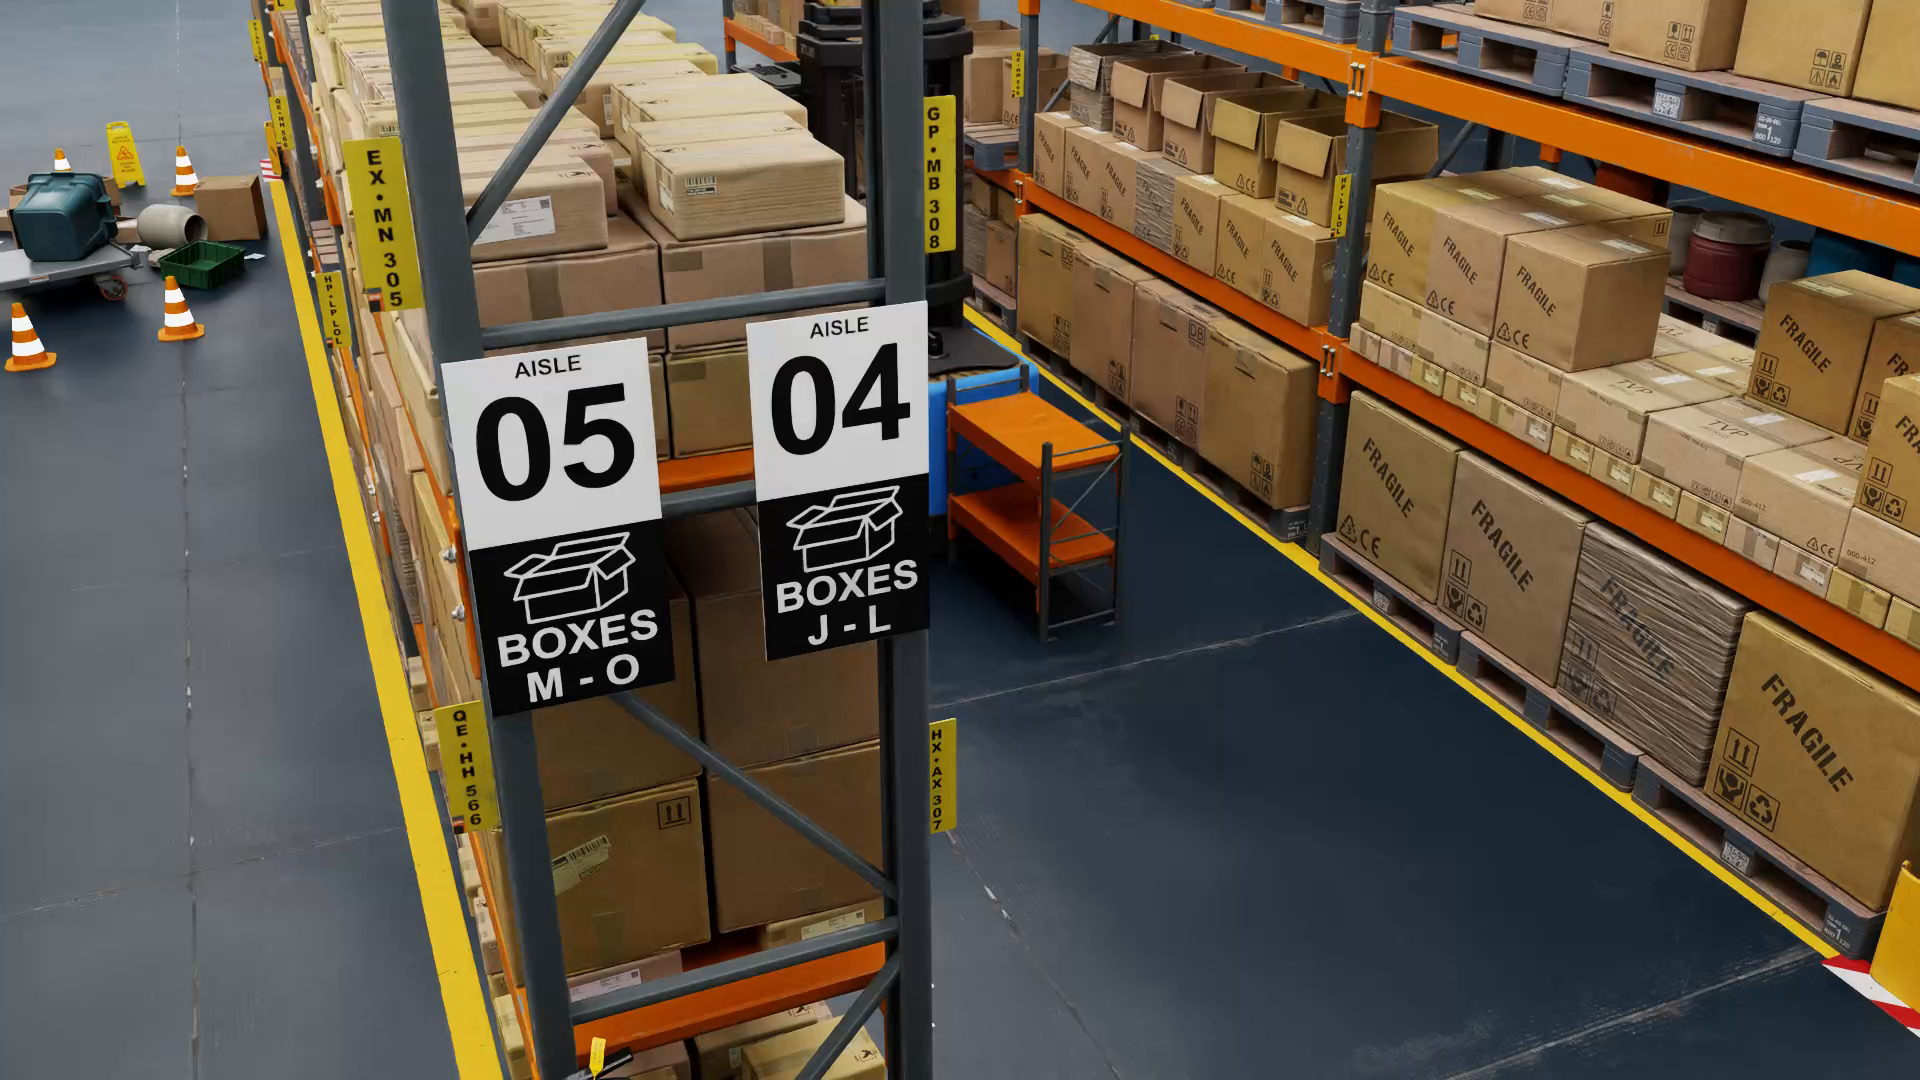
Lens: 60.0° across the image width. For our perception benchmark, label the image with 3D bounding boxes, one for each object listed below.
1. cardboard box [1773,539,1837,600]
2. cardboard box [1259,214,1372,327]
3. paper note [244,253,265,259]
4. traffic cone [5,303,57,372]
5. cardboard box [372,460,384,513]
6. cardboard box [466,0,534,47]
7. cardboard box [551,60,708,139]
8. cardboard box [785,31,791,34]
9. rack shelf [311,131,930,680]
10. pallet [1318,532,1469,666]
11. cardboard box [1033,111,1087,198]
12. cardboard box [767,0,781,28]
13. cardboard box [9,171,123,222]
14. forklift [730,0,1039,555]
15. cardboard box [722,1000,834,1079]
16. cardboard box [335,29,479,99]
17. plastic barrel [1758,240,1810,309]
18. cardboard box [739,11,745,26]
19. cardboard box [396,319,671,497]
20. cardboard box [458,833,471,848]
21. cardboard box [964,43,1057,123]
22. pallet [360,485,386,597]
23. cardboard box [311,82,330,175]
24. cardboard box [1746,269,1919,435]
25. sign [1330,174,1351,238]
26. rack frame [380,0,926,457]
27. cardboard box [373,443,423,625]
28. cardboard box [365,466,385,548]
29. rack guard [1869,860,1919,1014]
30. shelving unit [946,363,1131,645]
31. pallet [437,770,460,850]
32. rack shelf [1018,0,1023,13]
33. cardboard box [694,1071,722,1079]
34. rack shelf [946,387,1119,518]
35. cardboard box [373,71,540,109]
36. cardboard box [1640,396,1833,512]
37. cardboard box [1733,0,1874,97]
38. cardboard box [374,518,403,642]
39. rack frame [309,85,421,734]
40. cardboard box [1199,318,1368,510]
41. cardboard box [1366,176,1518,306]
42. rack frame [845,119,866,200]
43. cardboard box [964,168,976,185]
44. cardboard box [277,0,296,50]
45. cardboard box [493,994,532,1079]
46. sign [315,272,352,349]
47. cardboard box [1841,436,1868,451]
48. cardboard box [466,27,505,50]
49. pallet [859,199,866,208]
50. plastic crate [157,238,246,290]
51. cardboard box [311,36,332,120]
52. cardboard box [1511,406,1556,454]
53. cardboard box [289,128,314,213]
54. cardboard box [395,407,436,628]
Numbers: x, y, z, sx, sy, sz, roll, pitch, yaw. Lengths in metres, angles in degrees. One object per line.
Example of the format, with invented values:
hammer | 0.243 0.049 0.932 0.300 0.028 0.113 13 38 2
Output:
cardboard box | 3.405 0.082 6.450 0.380 0.149 0.250 -11 28 -20
cardboard box | 2.047 -1.539 9.369 0.500 0.500 0.500 -10 28 -20
paper note | -6.351 -2.552 14.942 0.142 0.020 0.147 13 29 24
traffic cone | -6.962 -1.534 12.364 0.336 0.463 0.334 -11 28 -21
cardboard box | -2.312 -0.257 7.145 0.380 0.149 0.250 -10 28 -19
cardboard box | -1.506 -1.823 5.793 0.380 0.149 0.250 -10 28 -19
cardboard box | -0.888 -1.192 4.501 0.380 0.149 0.250 -10 28 -19
cardboard box | -1.607 -5.227 17.324 0.380 0.149 0.250 -11 28 -21
rack shelf | -1.339 -0.758 5.285 1.077 0.370 4.000 -11 28 -21
pallet | 2.707 0.221 9.056 1.003 0.211 1.213 -11 28 -21
cardboard box | 0.855 -2.769 11.889 0.500 0.500 0.500 -10 28 -19
cardboard box | -1.565 -5.758 17.671 0.875 0.500 0.500 -11 28 -21
cardboard box | -8.319 -3.098 15.522 0.637 0.503 0.797 13 29 24
forklift | -0.673 -1.799 10.095 1.130 2.935 3.031 -13 29 -25
cardboard box | -0.580 1.657 5.369 0.380 0.149 0.250 -11 28 -21
cardboard box | -1.646 -1.424 4.975 0.380 0.149 0.250 -11 28 -22
plastic barrel | 6.425 -2.026 12.837 0.421 0.512 0.421 0 26 0
cardboard box | -2.245 -5.824 18.545 0.380 0.149 0.250 -11 28 -21
cardboard box | -0.977 -0.345 3.789 0.500 0.250 0.500 -11 28 -22
cardboard box | -1.734 1.135 6.437 0.380 0.149 0.250 -11 28 -21
cardboard box | 0.356 -3.620 13.153 0.700 0.500 0.500 -6 27 -13
pallet | -2.910 -0.095 9.704 1.003 0.211 1.213 -11 28 -21
cardboard box | -2.183 -1.589 6.338 0.500 0.250 0.500 -9 27 -18
cardboard box | 3.704 -0.791 6.928 0.500 0.500 0.500 -11 28 -22
sign | 1.986 -1.740 8.665 0.100 0.325 0.005 -11 28 -21
rack frame | -0.555 -1.622 2.815 1.000 3.000 0.127 -11 28 -21
cardboard box | -1.795 -0.068 6.018 0.500 0.500 0.500 -11 28 -22
cardboard box | -2.646 -0.200 8.257 0.500 0.250 0.500 -11 28 -22
rack guard | 4.057 1.396 6.322 1.175 0.500 0.348 -11 28 -21
shelving unit | 0.392 -0.216 8.910 0.538 1.125 1.048 -13 29 -25
pallet | -1.826 0.977 7.508 1.003 0.211 1.213 -11 28 -21
rack shelf | 0.132 -4.799 13.562 1.077 0.370 4.000 -11 28 -21
cardboard box | -0.644 1.808 5.398 0.380 0.149 0.250 -11 28 -21
rack shelf | 0.392 -0.479 8.782 0.538 0.278 1.000 -13 29 -25
cardboard box | -1.310 -1.115 4.342 0.380 0.149 0.250 -11 28 -22
cardboard box | 3.216 -0.364 6.909 0.500 0.250 0.500 -12 28 -22
cardboard box | 3.439 -2.013 6.329 0.700 0.500 0.500 -13 29 -24
cardboard box | -2.643 0.138 8.418 0.500 0.500 0.500 -11 28 -22
rack frame | -2.122 -0.541 7.439 1.000 3.000 0.127 -11 28 -21
cardboard box | 2.213 -0.841 9.997 1.225 0.875 0.875 -10 28 -20
cardboard box | 2.434 -1.518 8.418 0.500 0.500 0.500 -11 28 -21
rack frame | -0.651 -4.582 15.715 1.000 3.000 0.127 -11 28 -21
cardboard box | -0.042 -2.983 14.789 0.700 0.500 0.500 -13 29 -25
cardboard box | -3.306 -2.871 8.678 0.500 0.500 0.500 -11 28 -21
cardboard box | -1.260 1.535 5.280 0.380 0.149 0.250 -11 28 -22
sign | -2.631 -0.964 6.987 0.100 0.325 0.005 -11 28 -21
cardboard box | 3.899 -0.253 6.680 0.500 0.250 0.500 -11 28 -21
cardboard box | -1.514 -1.691 5.977 0.500 0.250 0.500 -12 28 -23
pallet | -0.345 -3.015 15.684 1.003 0.211 1.213 -11 28 -21
plastic crate | -6.528 -2.378 14.341 0.450 0.188 0.662 12 27 2
cardboard box | -1.963 -1.608 5.808 0.500 0.250 0.500 -11 28 -21
cardboard box | 2.799 -0.540 7.723 0.380 0.149 0.250 -10 28 -20
cardboard box | -4.306 -2.538 11.415 0.500 0.500 0.500 -11 28 -21
cardboard box | -1.374 -0.109 4.961 0.500 0.500 0.500 -9 27 -18
